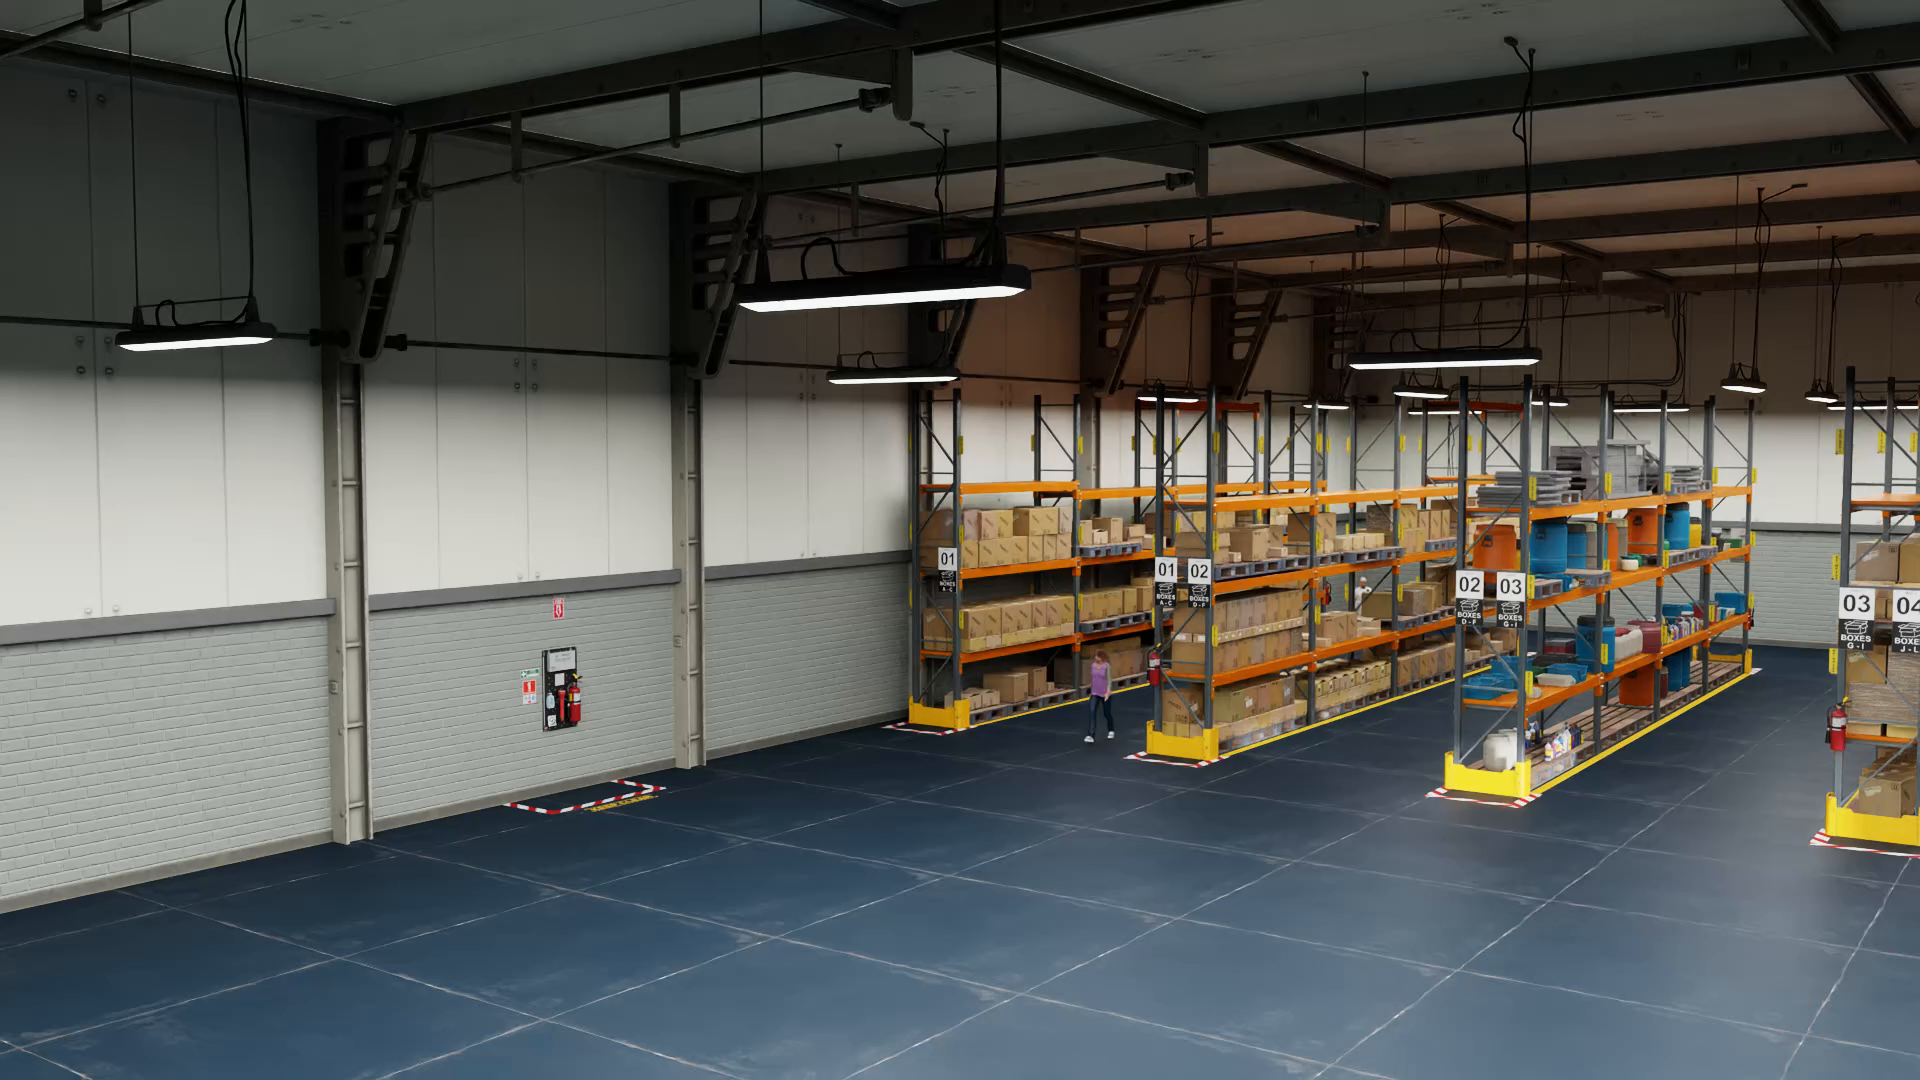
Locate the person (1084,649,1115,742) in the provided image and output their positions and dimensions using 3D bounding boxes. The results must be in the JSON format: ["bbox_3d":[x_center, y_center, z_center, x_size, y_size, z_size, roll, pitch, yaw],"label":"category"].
[{"bbox_3d":[2.362,2.610,28.014,0.448,1.553,0.893,2,4,29],"label":"person"}]

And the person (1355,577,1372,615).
[{"bbox_3d":[10.330,1.762,42.453,0.463,1.610,0.987,0,3,-4],"label":"person"}]
